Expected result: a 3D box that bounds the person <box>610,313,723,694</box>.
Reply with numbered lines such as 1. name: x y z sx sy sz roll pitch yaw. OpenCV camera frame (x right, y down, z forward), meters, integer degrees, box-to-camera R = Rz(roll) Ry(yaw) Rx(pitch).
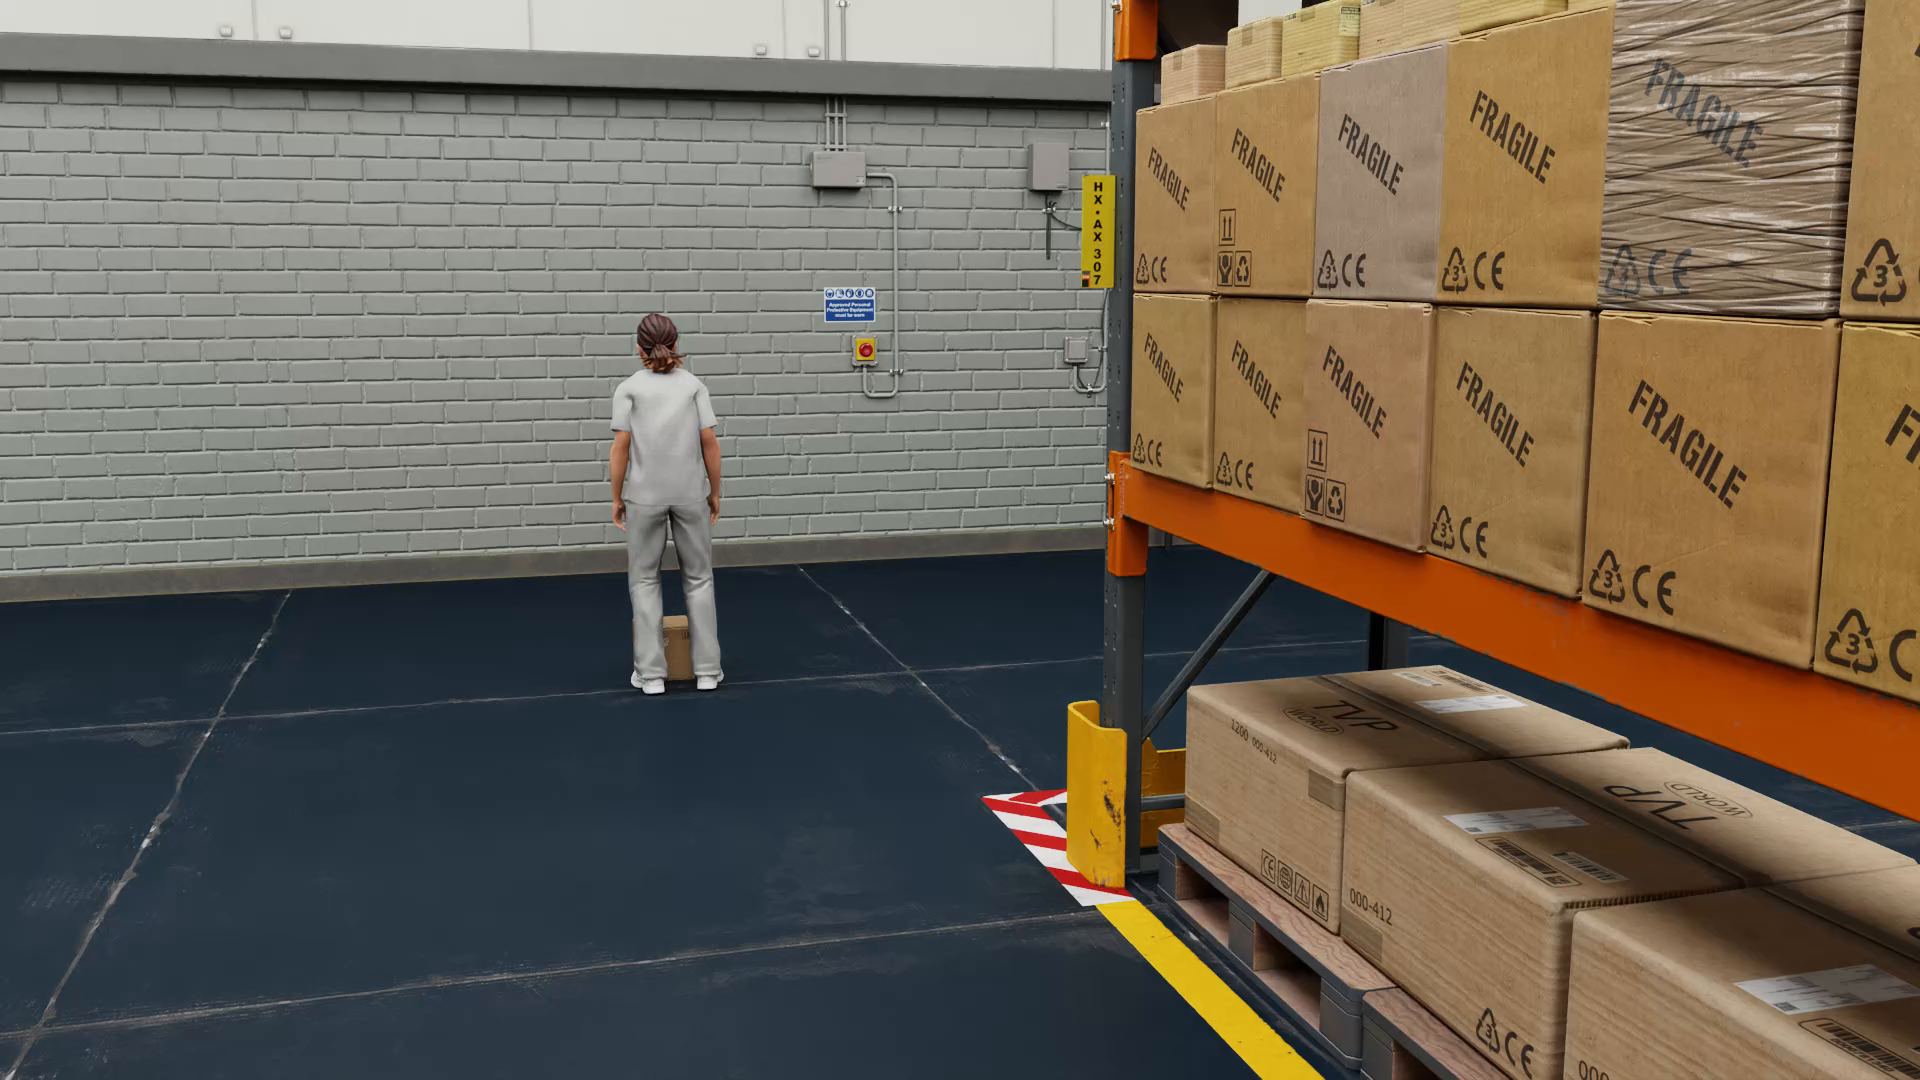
1. person: -1.297 -0.159 7.360 0.492 1.669 0.353 -3 10 -16
